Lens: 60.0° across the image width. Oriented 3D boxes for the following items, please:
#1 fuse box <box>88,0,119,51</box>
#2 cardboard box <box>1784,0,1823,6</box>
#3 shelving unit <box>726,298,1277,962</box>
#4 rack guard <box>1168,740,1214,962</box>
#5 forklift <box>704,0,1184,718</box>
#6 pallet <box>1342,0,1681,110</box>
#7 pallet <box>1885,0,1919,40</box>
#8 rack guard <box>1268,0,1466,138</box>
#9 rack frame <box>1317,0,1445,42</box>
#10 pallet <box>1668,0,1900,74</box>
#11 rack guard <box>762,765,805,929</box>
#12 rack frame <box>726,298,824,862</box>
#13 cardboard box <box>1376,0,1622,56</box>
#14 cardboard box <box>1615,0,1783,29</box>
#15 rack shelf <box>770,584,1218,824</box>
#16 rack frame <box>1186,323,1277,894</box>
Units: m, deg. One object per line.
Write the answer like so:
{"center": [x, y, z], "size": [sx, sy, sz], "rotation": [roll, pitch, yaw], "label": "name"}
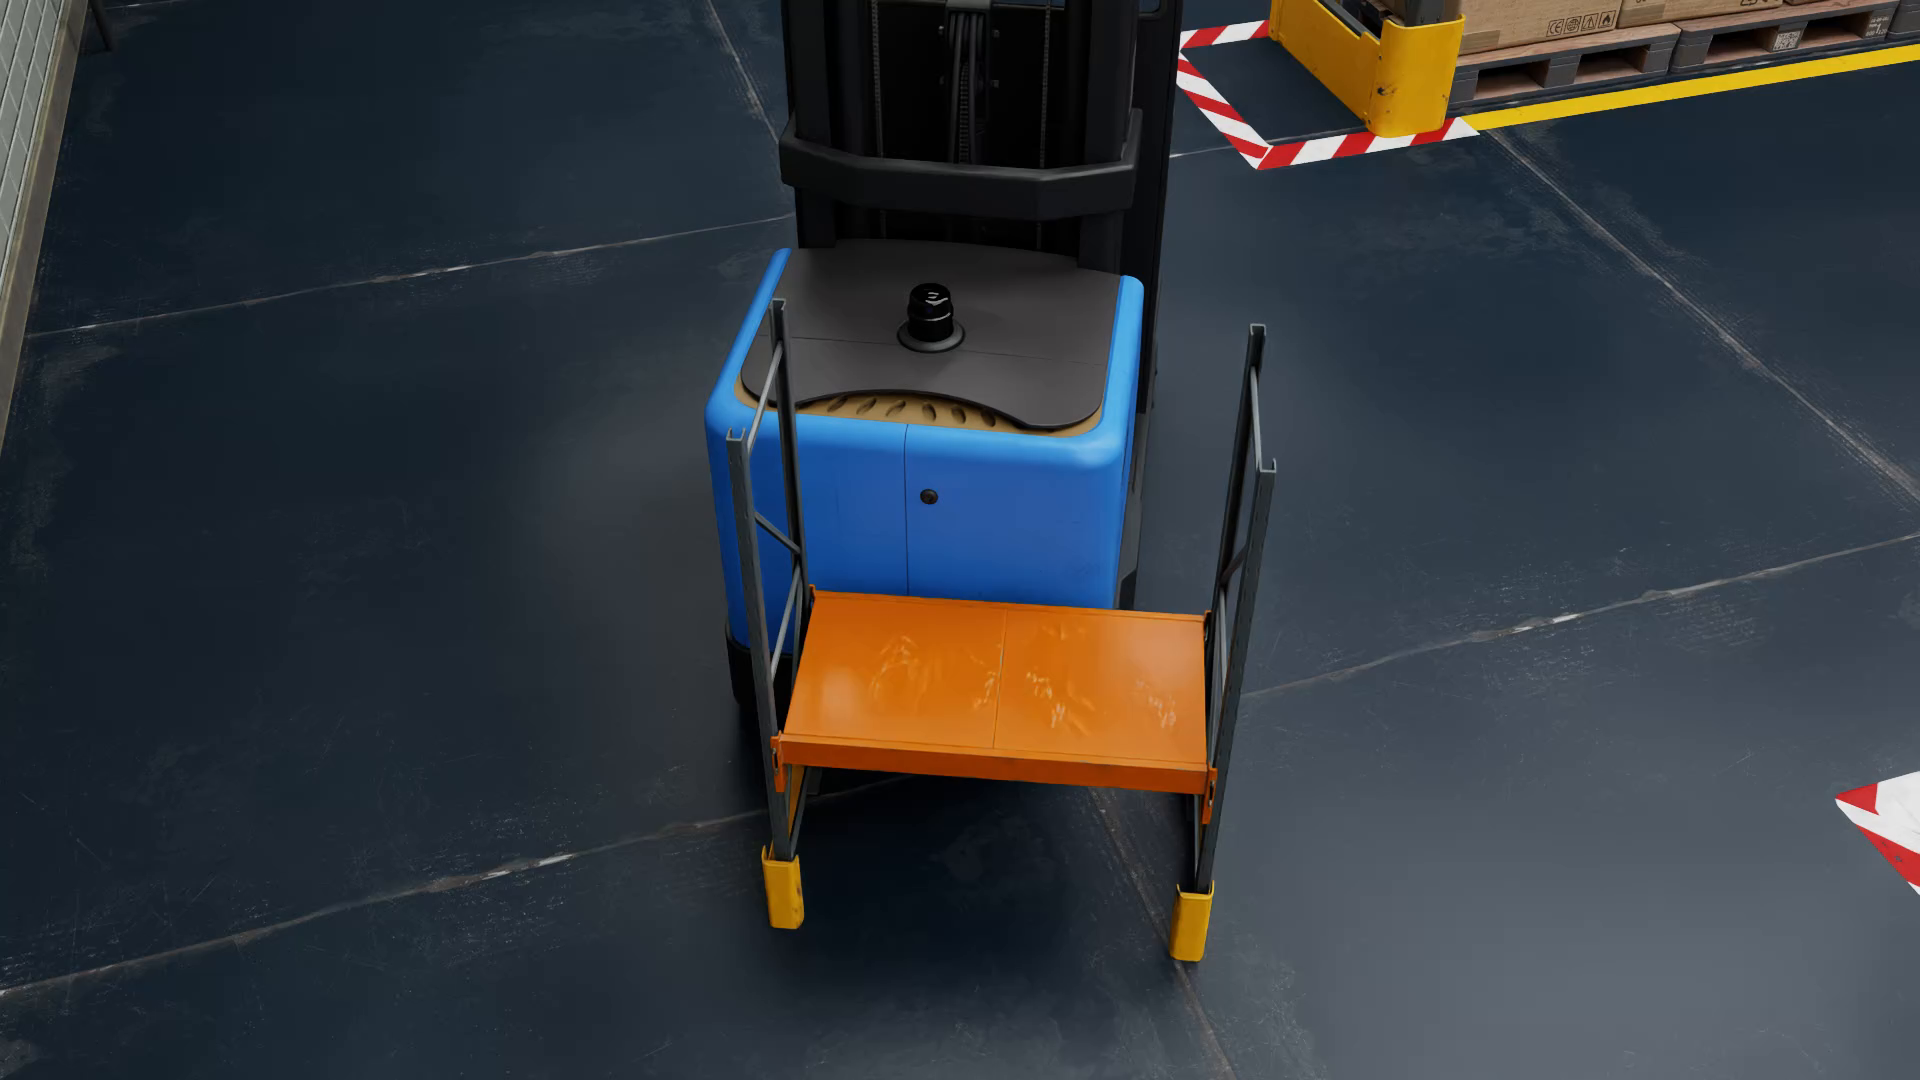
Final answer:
{"center": [-4.027, -3.011, 7.396], "size": [0.414, 1.711, 0.539], "rotation": [-12, 42, -13], "label": "fuse box"}
{"center": [4.167, -3.028, 8.064], "size": [0.875, 0.438, 0.875], "rotation": [-13, 43, -14], "label": "cardboard box"}
{"center": [0.086, 0.242, 3.833], "size": [1.083, 1.500, 0.587], "rotation": [4, 41, 4], "label": "shelving unit"}
{"center": [0.582, 0.744, 4.209], "size": [0.087, 0.250, 0.587], "rotation": [4, 41, 4], "label": "rack guard"}
{"center": [0.094, -1.511, 4.752], "size": [1.130, 2.935, 3.031], "rotation": [6, 41, 6], "label": "forklift"}
{"center": [2.576, -2.435, 7.877], "size": [1.213, 0.211, 1.003], "rotation": [-12, 42, -13], "label": "pallet"}
{"center": [4.903, -2.918, 8.429], "size": [1.213, 0.211, 1.003], "rotation": [-12, 42, -13], "label": "pallet"}
{"center": [1.814, -2.332, 7.540], "size": [0.348, 0.500, 1.175], "rotation": [-12, 42, -13], "label": "rack guard"}
{"center": [1.837, -3.278, 6.723], "size": [0.127, 3.000, 1.000], "rotation": [-12, 42, -13], "label": "rack frame"}
{"center": [3.737, -2.674, 8.150], "size": [1.213, 0.211, 1.003], "rotation": [-12, 42, -13], "label": "pallet"}
{"center": [-0.410, 0.681, 4.280], "size": [0.087, 0.250, 0.587], "rotation": [4, 41, 4], "label": "rack guard"}
{"center": [-0.411, 0.211, 3.869], "size": [0.032, 1.500, 0.500], "rotation": [4, 41, 4], "label": "rack frame"}
{"center": [2.436, -2.665, 7.649], "size": [0.875, 0.438, 0.875], "rotation": [-13, 43, -15], "label": "cardboard box"}
{"center": [3.306, -2.851, 7.862], "size": [0.875, 0.438, 0.875], "rotation": [-11, 42, -12], "label": "cardboard box"}
{"center": [0.095, 0.378, 3.951], "size": [1.000, 0.185, 0.538], "rotation": [4, 41, 4], "label": "rack shelf"}
{"center": [0.601, 0.274, 3.796], "size": [0.032, 1.500, 0.500], "rotation": [4, 41, 4], "label": "rack frame"}
